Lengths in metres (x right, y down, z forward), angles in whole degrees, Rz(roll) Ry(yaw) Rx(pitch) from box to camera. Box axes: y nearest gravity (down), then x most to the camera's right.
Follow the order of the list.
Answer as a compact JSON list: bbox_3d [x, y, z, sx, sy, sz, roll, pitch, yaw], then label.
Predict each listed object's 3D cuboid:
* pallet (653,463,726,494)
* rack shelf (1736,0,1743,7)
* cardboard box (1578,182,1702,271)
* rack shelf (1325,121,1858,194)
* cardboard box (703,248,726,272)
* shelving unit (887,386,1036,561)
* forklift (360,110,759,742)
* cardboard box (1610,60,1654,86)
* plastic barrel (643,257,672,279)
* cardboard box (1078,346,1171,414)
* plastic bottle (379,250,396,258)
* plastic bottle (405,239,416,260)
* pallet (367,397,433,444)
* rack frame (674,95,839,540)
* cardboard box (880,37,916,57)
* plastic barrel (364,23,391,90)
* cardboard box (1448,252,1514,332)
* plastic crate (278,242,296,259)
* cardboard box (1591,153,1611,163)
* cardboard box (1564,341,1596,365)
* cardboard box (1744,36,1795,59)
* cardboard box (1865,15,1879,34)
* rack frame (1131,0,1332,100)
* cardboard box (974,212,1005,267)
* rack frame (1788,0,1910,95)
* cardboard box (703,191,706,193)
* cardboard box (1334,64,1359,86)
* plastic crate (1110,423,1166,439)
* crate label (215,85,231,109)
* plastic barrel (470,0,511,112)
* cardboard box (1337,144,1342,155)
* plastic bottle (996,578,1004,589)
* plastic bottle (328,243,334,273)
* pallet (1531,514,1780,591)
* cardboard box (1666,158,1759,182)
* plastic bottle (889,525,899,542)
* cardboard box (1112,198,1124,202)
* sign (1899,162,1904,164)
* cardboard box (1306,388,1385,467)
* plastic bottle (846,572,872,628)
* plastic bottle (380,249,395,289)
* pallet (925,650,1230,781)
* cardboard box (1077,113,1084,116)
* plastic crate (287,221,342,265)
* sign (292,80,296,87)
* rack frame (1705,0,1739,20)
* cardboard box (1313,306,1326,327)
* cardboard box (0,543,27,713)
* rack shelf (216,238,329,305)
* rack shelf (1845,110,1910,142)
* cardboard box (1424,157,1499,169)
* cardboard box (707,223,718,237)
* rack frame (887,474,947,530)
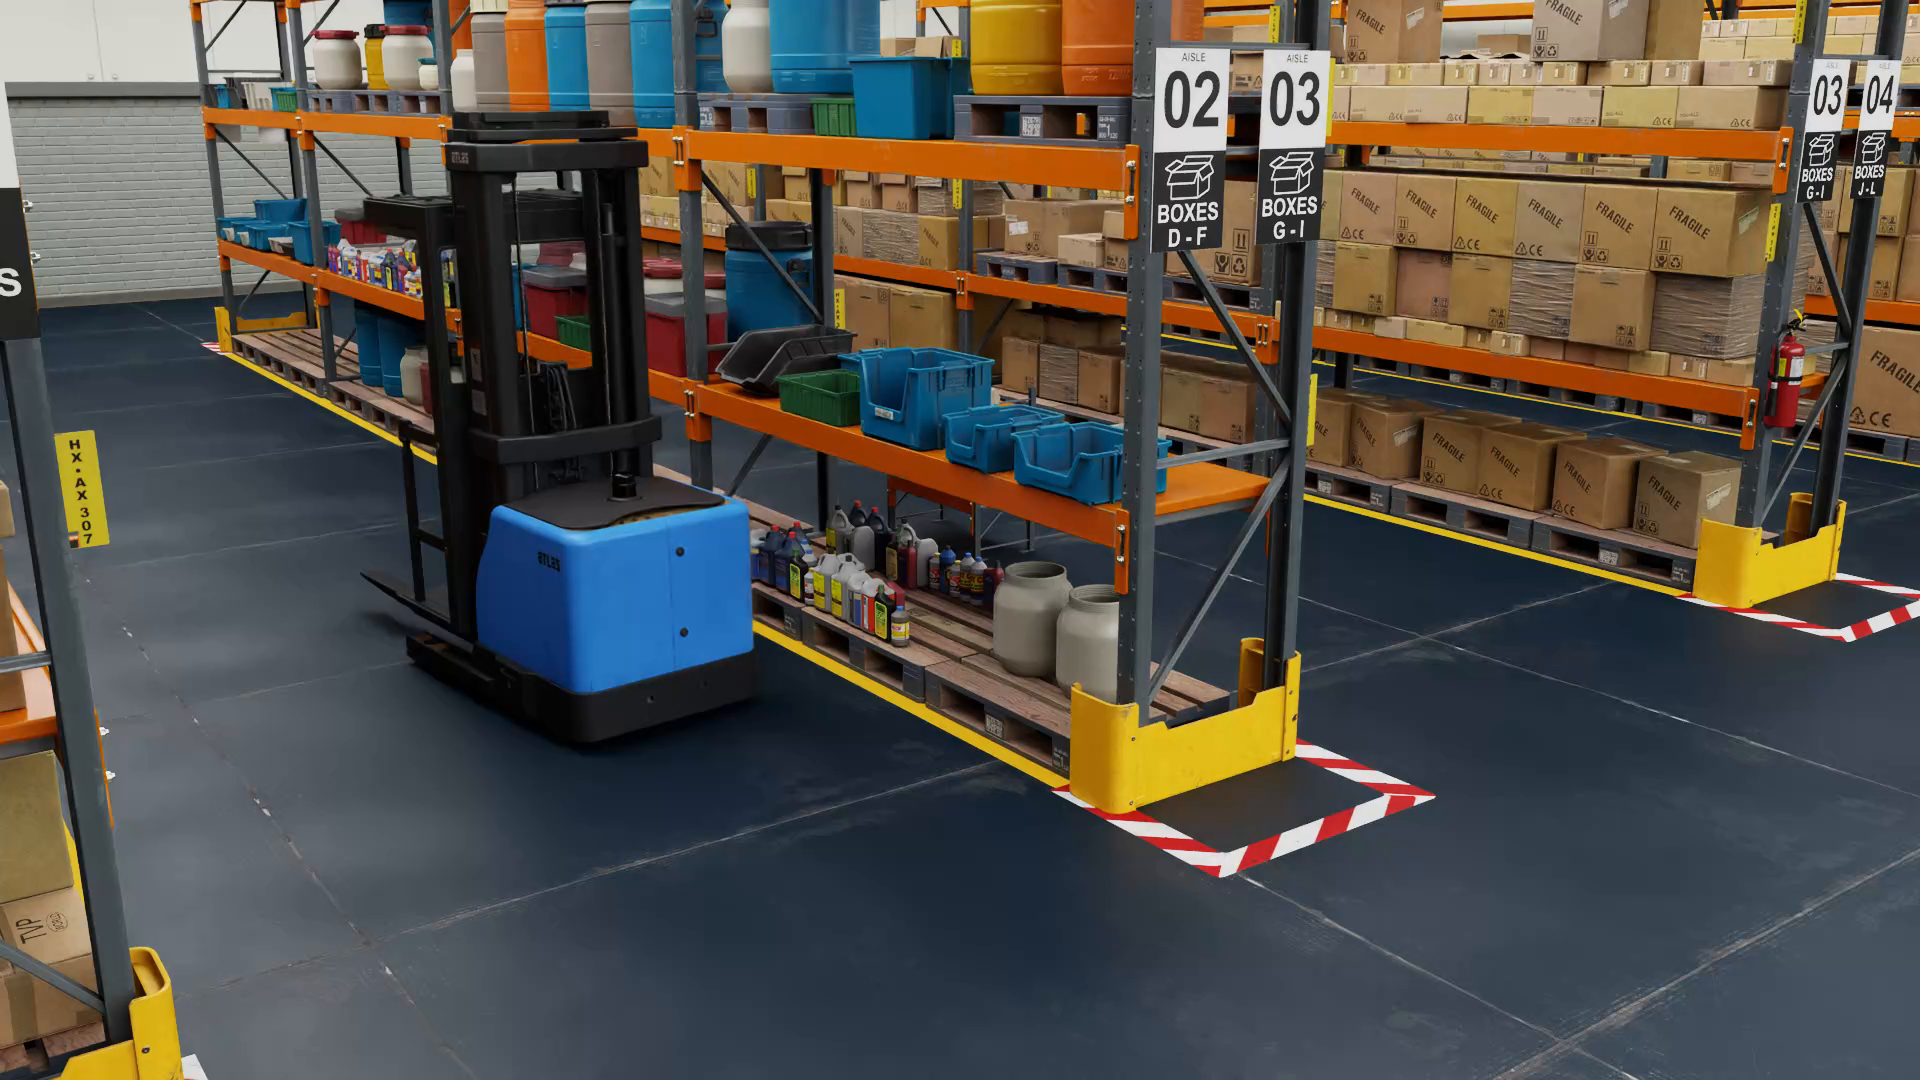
[{"bbox_3d":[-2.446,-0.298,12.266,1.003,0.211,1.213,-11,19,-35],"label":"pallet"},{"bbox_3d":[8.023,-4.664,13.693,1.077,0.370,4.000,-11,19,-35],"label":"rack shelf"},{"bbox_3d":[4.305,-1.994,10.534,0.500,0.500,0.500,-11,19,-35],"label":"cardboard box"},{"bbox_3d":[3.951,-2.662,11.302,1.077,0.370,4.000,-11,19,-35],"label":"rack shelf"},{"bbox_3d":[-2.781,-3.221,20.892,0.875,0.875,0.875,-11,19,-35],"label":"cardboard box"},{"bbox_3d":[-0.004,-0.544,11.433,0.538,1.125,1.048,-11,19,-35],"label":"shelving unit"},{"bbox_3d":[-2.377,-0.772,8.843,1.130,2.935,3.031,-13,20,-40],"label":"forklift"},{"bbox_3d":[4.237,-2.878,10.256,0.380,0.149,0.250,-11,19,-34],"label":"cardboard box"},{"bbox_3d":[-2.302,-1.774,12.117,0.433,0.535,0.433,0,15,0],"label":"plastic barrel"},{"bbox_3d":[1.509,-1.474,15.180,0.700,0.500,0.500,-9,18,-30],"label":"cardboard box"},{"bbox_3d":[-5.303,-2.537,15.399,0.152,0.276,0.135,-11,19,-35],"label":"plastic bottle"},{"bbox_3d":[-5.246,-2.737,15.989,0.144,0.351,0.185,-11,19,-35],"label":"plastic bottle"},{"bbox_3d":[-4.793,-1.152,15.386,1.003,0.211,1.213,-11,19,-35],"label":"pallet"},{"bbox_3d":[-1.231,-1.221,10.354,1.000,3.000,0.127,-11,19,-35],"label":"rack frame"},{"bbox_3d":[-0.572,-4.831,16.878,0.500,0.500,0.500,-10,18,-32],"label":"cardboard box"},{"bbox_3d":[-5.234,-4.506,15.522,0.600,0.588,0.600,0,15,0],"label":"plastic barrel"},{"bbox_3d":[3.891,-1.759,11.568,0.875,0.500,0.500,-11,19,-35],"label":"cardboard box"},{"bbox_3d":[-6.810,-3.023,17.345,0.437,0.125,0.590,-11,19,-35],"label":"plastic crate"},{"bbox_3d":[8.347,-5.056,22.282,0.500,0.500,0.500,-12,19,-36],"label":"cardboard box"},{"bbox_3d":[4.209,-1.258,10.964,0.380,0.149,0.250,-11,19,-35],"label":"cardboard box"},{"bbox_3d":[7.206,-4.251,14.480,0.500,0.250,0.500,-11,19,-35],"label":"cardboard box"},{"bbox_3d":[7.680,-4.243,13.697,0.380,0.149,0.250,-11,19,-35],"label":"cardboard box"},{"bbox_3d":[1.121,-3.260,6.442,1.000,3.000,0.127,-11,19,-35],"label":"rack frame"},{"bbox_3d":[0.358,-3.038,16.804,0.500,0.500,0.500,-10,18,-33],"label":"cardboard box"},{"bbox_3d":[5.127,-4.029,9.250,1.000,3.000,0.127,-11,19,-35],"label":"rack frame"},{"bbox_3d":[-3.483,-4.452,21.882,0.500,0.250,0.500,-11,19,-35],"label":"cardboard box"},{"bbox_3d":[2.929,-3.393,12.137,0.380,0.149,0.250,-12,19,-37],"label":"cardboard box"},{"bbox_3d":[0.855,-0.480,8.149,0.298,0.136,0.250,-11,19,-35],"label":"plastic crate"},{"bbox_3d":[-8.006,-4.911,18.437,0.408,0.251,0.502,-11,19,-35],"label":"crate label"},{"bbox_3d":[-3.276,-3.554,12.249,0.600,0.901,0.600,0,15,0],"label":"plastic barrel"},{"bbox_3d":[5.587,-5.824,25.091,0.500,0.500,0.500,-11,19,-35],"label":"cardboard box"},{"bbox_3d":[0.246,0.313,9.217,0.097,0.201,0.097,0,15,0],"label":"plastic bottle"},{"bbox_3d":[-6.064,-2.728,16.083,0.061,0.283,0.133,-11,19,-35],"label":"plastic bottle"},{"bbox_3d":[4.633,0.014,11.124,1.003,0.211,1.213,-11,19,-35],"label":"pallet"},{"bbox_3d":[7.036,-3.247,15.427,0.875,0.550,0.550,-11,19,-35],"label":"cardboard box"},{"bbox_3d":[-0.377,0.039,10.063,0.061,0.283,0.133,-9,18,-31],"label":"plastic bottle"},{"bbox_3d":[2.170,-4.314,21.335,0.380,0.149,0.250,-11,18,-34],"label":"cardboard box"},{"bbox_3d":[10.344,-3.999,18.313,0.100,0.325,0.005,-11,19,-35],"label":"sign"},{"bbox_3d":[2.978,-0.895,13.103,0.500,0.500,0.500,-12,19,-36],"label":"cardboard box"},{"bbox_3d":[-0.521,0.323,9.040,0.152,0.276,0.135,-11,19,-36],"label":"plastic bottle"},{"bbox_3d":[-5.085,-2.424,14.843,0.144,0.351,0.185,-11,19,-35],"label":"plastic bottle"},{"bbox_3d":[0.565,0.795,8.271,1.003,0.211,1.213,-11,19,-35],"label":"pallet"},{"bbox_3d":[1.105,-3.860,14.600,0.500,0.250,0.500,-10,18,-33],"label":"cardboard box"},{"bbox_3d":[-6.485,-2.997,16.761,0.392,0.384,0.575,-11,19,-35],"label":"plastic crate"},{"bbox_3d":[-7.851,-5.268,19.659,0.100,0.325,0.005,-11,19,-35],"label":"sign"},{"bbox_3d":[6.847,-5.631,15.105,1.000,3.000,0.127,-11,19,-35],"label":"rack frame"},{"bbox_3d":[2.795,-1.720,12.656,0.380,0.149,0.250,-11,19,-35],"label":"cardboard box"},{"bbox_3d":[-3.152,0.252,4.786,0.700,0.500,0.500,-11,19,-35],"label":"cardboard box"},{"bbox_3d":[-7.111,-3.009,18.251,1.077,0.370,4.000,-11,19,-35],"label":"rack shelf"},{"bbox_3d":[9.615,-5.055,20.043,1.077,0.370,4.000,-11,19,-35],"label":"rack shelf"},{"bbox_3d":[5.353,-3.808,17.724,0.700,0.500,0.500,-11,19,-35],"label":"cardboard box"},{"bbox_3d":[-2.826,-3.756,20.092,0.380,0.149,0.250,-10,18,-34],"label":"cardboard box"},{"bbox_3d":[-0.303,-0.653,11.829,0.500,1.125,0.032,-11,19,-35],"label":"rack frame"}]
